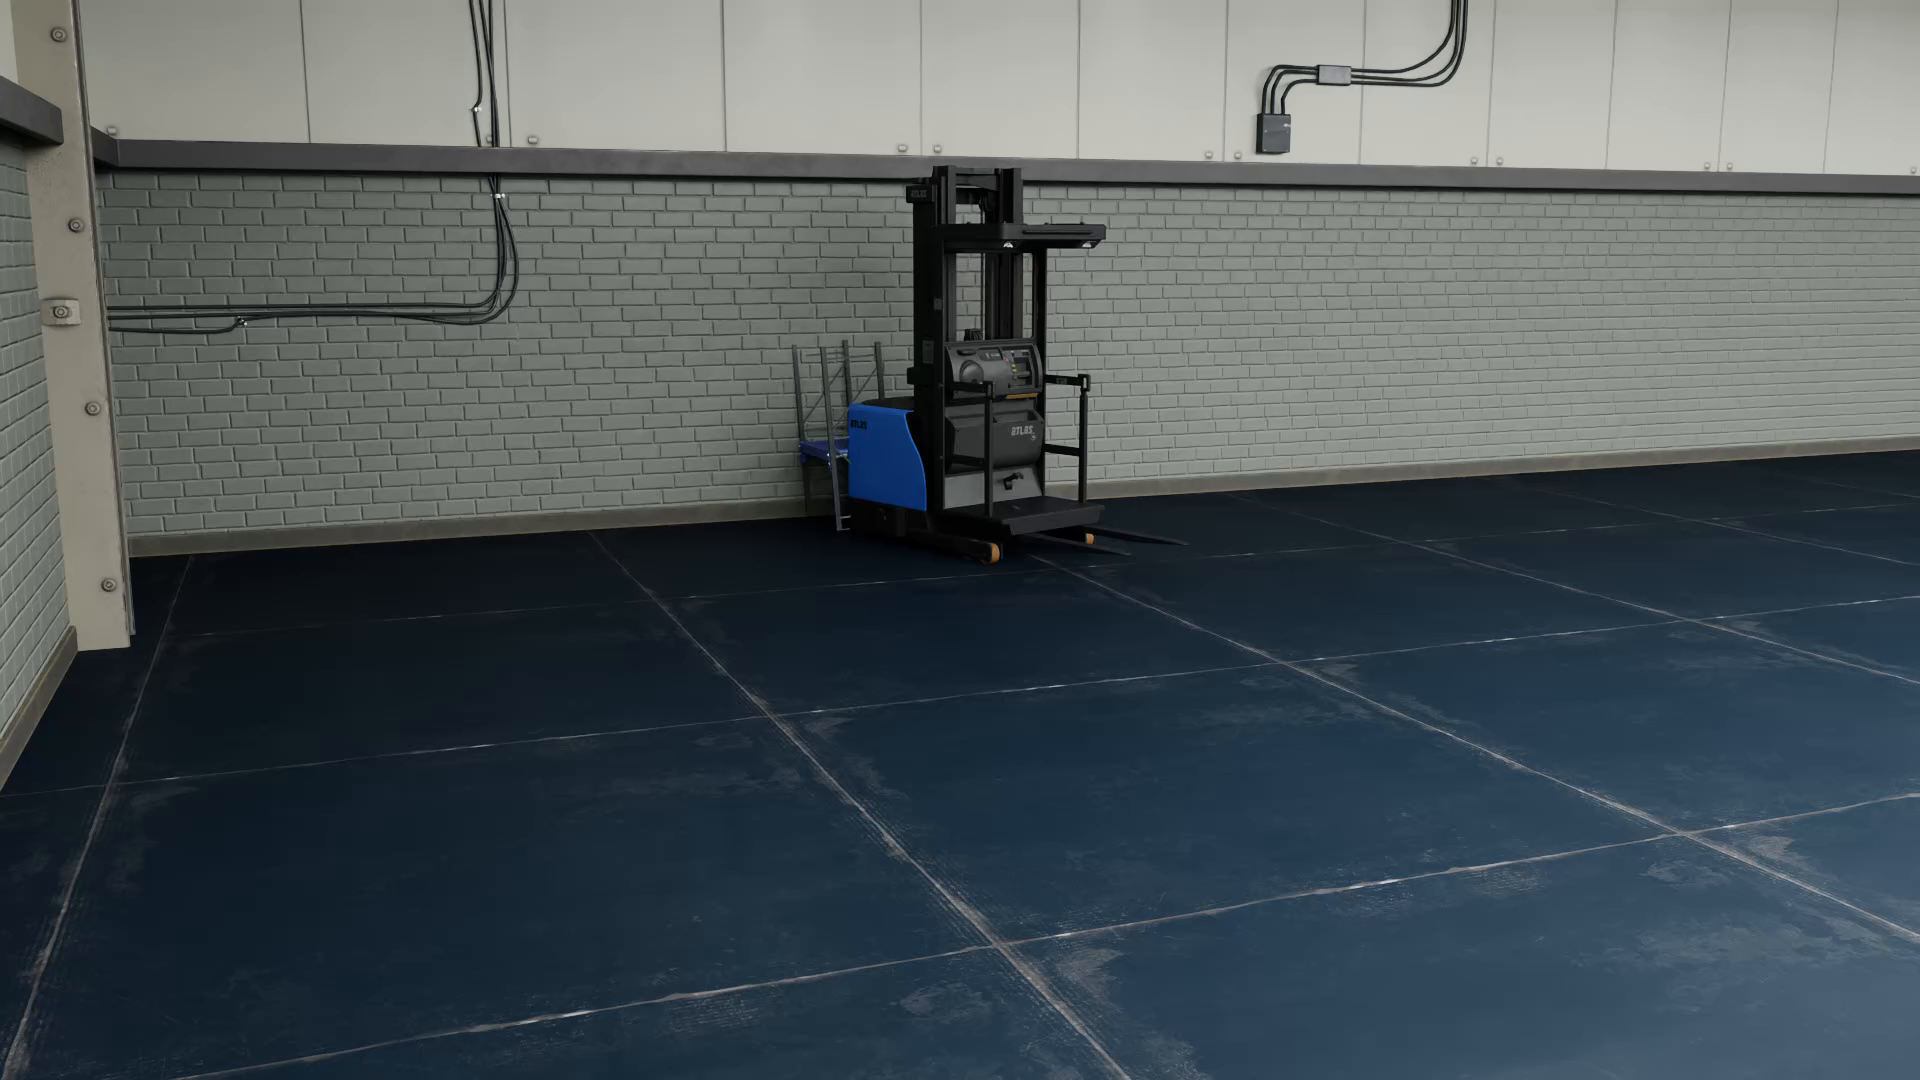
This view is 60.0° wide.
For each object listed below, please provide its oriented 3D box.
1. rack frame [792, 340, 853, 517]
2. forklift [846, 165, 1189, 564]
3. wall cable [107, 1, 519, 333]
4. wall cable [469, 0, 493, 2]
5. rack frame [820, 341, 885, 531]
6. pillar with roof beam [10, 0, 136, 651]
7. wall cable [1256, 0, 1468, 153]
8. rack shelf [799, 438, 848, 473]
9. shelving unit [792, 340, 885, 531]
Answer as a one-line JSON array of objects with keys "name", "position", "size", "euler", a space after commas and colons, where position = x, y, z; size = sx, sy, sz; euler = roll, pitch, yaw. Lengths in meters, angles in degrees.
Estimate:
[{"name": "rack frame", "position": [-1.160, -0.974, 14.511], "size": [0.500, 1.500, 0.032], "euler": [-7, 10, -18]}, {"name": "forklift", "position": [0.410, -1.360, 12.699], "size": [1.130, 2.935, 3.031], "euler": [-9, 13, -40]}, {"name": "wall cable", "position": [-4.973, -2.855, 12.641], "size": [3.097, 2.526, 0.112], "euler": [-4, 11, -21]}, {"name": "wall cable", "position": [-2.452, -5.513, 13.163], "size": [3.097, 2.526, 0.112], "euler": [-4, 11, -21]}, {"name": "rack frame", "position": [-0.830, -0.845, 13.558], "size": [0.500, 1.500, 0.032], "euler": [-7, 10, -18]}, {"name": "pillar with roof beam", "position": [-1.126, -4.092, 10.729], "size": [9.100, 9.000, 0.400], "euler": [-4, 11, -21]}, {"name": "wall cable", "position": [3.880, -6.658, 15.443], "size": [2.305, 6.003, 0.169], "euler": [-4, 11, -21]}, {"name": "rack shelf", "position": [-0.981, -0.732, 14.063], "size": [0.538, 0.185, 1.000], "euler": [-7, 10, -18]}, {"name": "shelving unit", "position": [-0.995, -0.909, 14.035], "size": [0.538, 1.500, 1.048], "euler": [-7, 10, -18]}]
